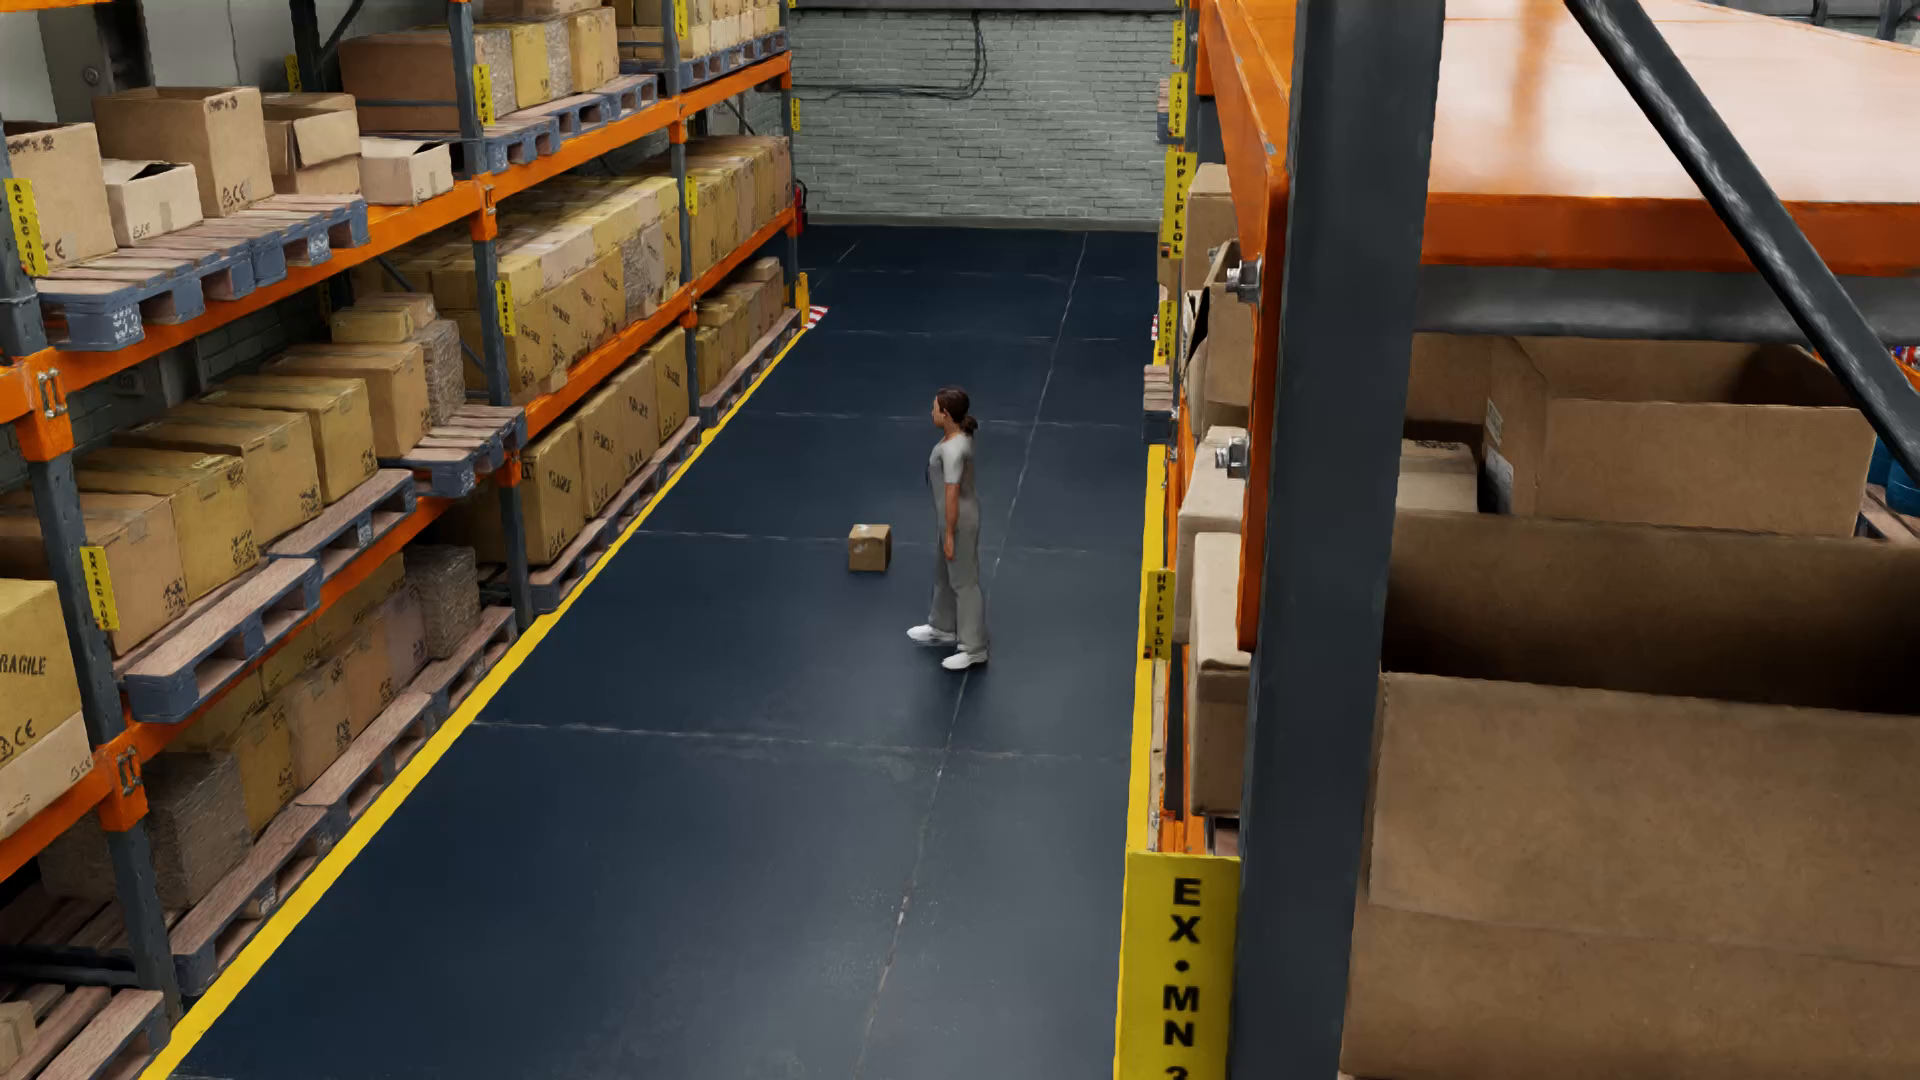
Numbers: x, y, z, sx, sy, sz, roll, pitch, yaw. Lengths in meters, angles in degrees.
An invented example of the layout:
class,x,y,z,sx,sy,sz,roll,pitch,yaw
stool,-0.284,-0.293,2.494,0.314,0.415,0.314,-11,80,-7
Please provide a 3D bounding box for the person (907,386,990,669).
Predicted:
class,x,y,z,sx,sy,sz,roll,pitch,yaw
person,-0.072,-0.110,9.795,0.517,1.673,0.616,1,21,3
